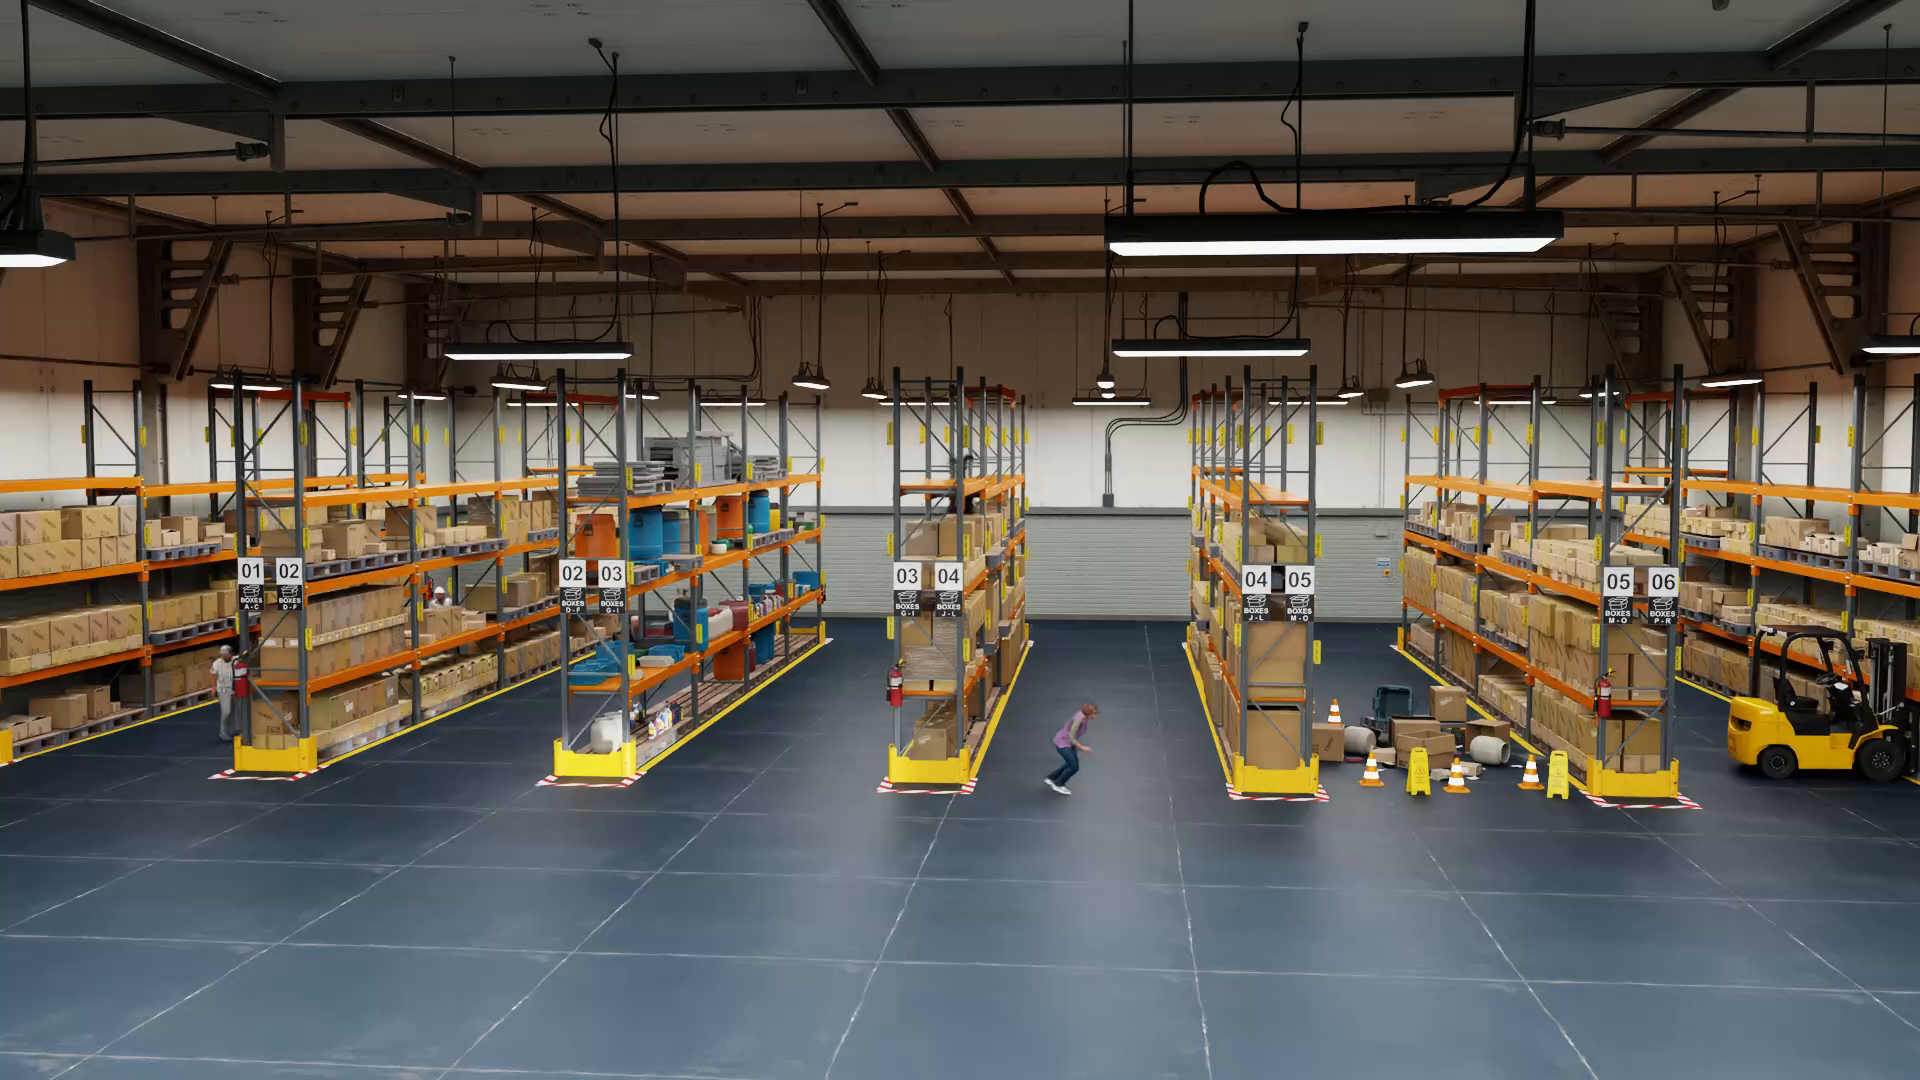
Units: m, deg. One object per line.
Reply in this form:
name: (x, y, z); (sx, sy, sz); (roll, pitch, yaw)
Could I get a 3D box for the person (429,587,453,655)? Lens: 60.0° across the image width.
person: (-11.477, 1.862, 36.939); (0.660, 1.668, 0.898); (-1, 4, -8)

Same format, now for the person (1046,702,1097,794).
person: (1.550, 2.889, 23.179); (0.838, 1.345, 0.588); (2, 4, 23)

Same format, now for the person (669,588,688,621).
person: (-6.175, 1.877, 36.674); (0.607, 1.657, 0.618); (0, 4, 3)

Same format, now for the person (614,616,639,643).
person: (-6.401, 2.219, 32.500); (0.686, 1.542, 0.815); (-1, 4, -11)

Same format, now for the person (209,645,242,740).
person: (-12.049, 2.536, 27.583); (0.632, 1.640, 0.804); (-3, 5, -41)
